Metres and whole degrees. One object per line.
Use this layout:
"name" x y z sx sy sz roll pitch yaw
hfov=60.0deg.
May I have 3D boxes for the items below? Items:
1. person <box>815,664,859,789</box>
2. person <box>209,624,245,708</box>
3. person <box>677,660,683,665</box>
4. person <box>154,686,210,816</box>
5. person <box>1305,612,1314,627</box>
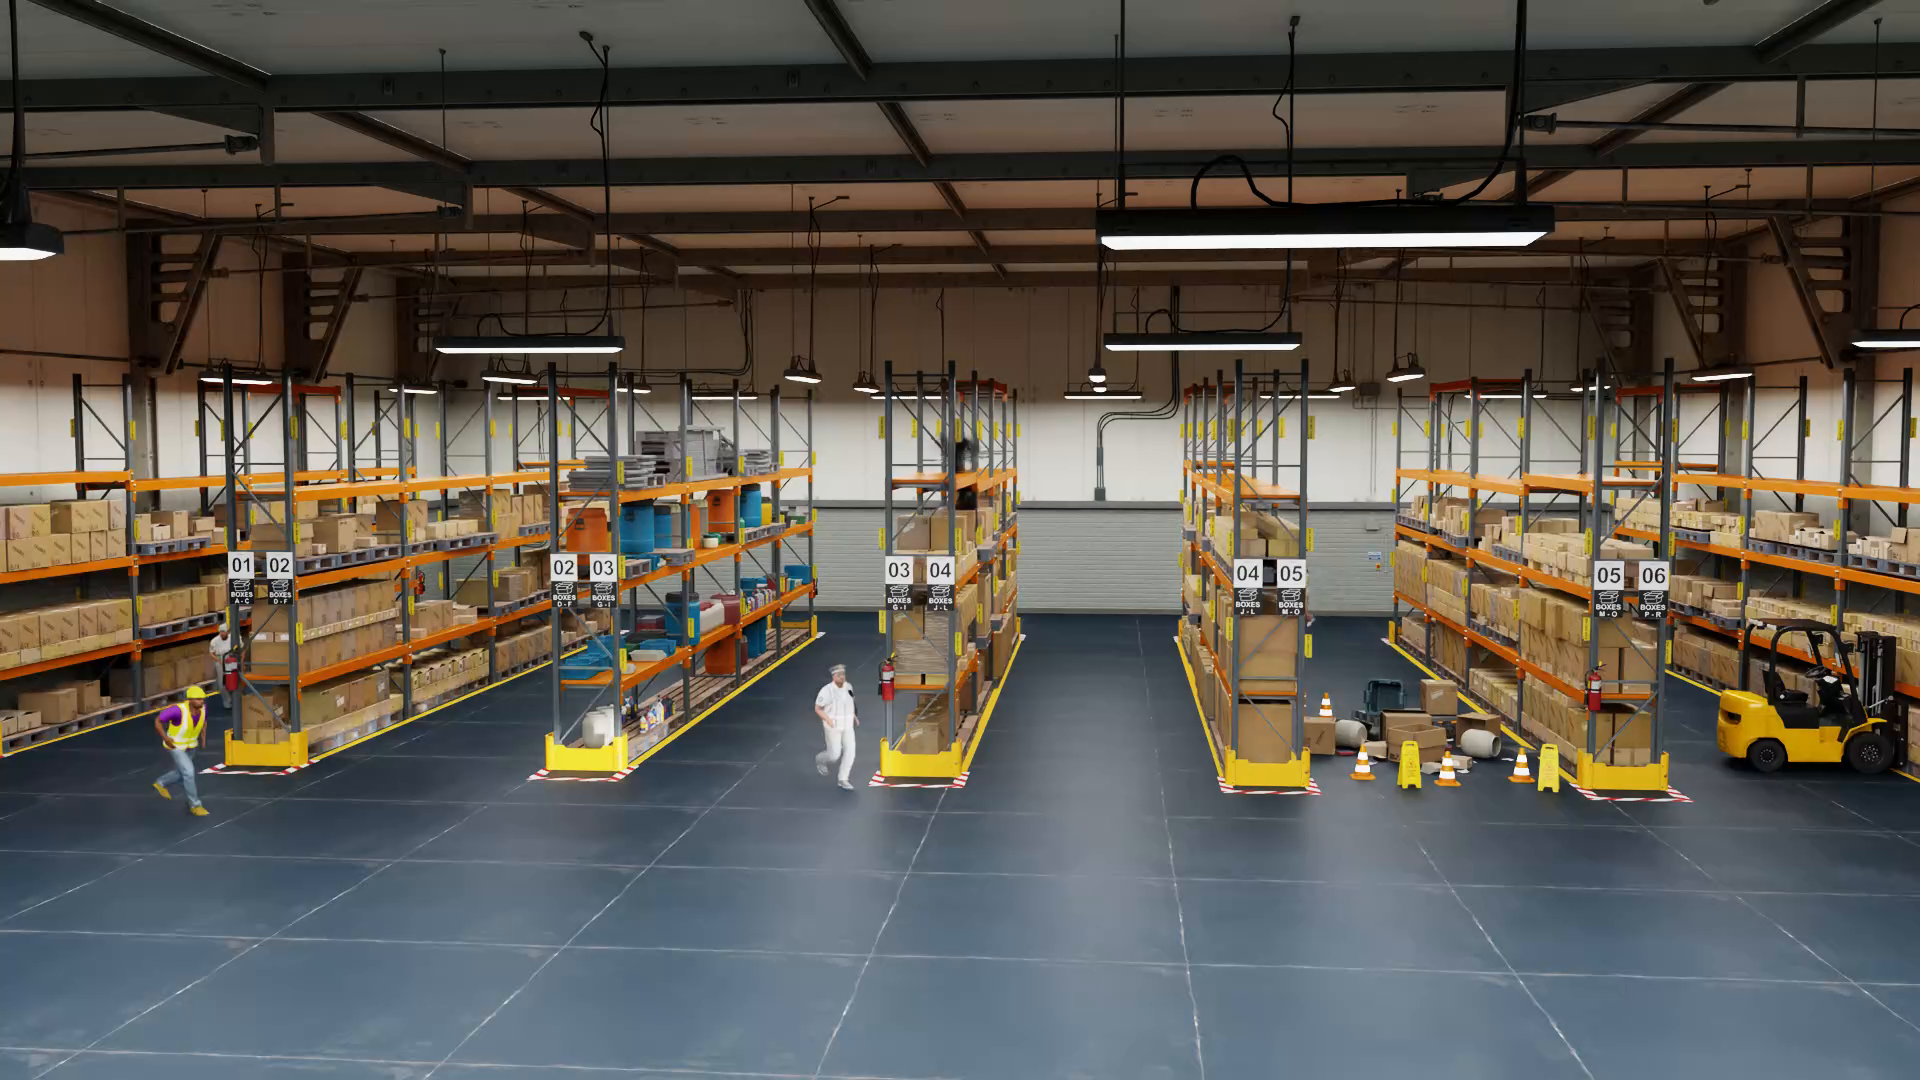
"person" -1.742 2.604 23.435 0.675 1.749 0.783 -3 5 -34
"person" -13.196 2.267 29.950 0.582 1.550 0.733 -1 4 -22
"person" -5.948 1.927 35.247 0.538 1.501 0.856 0 4 -3
"person" -10.245 2.746 21.786 1.032 1.714 0.728 2 4 31
"person" 8.441 1.420 41.602 0.907 1.650 0.584 -1 4 -18
